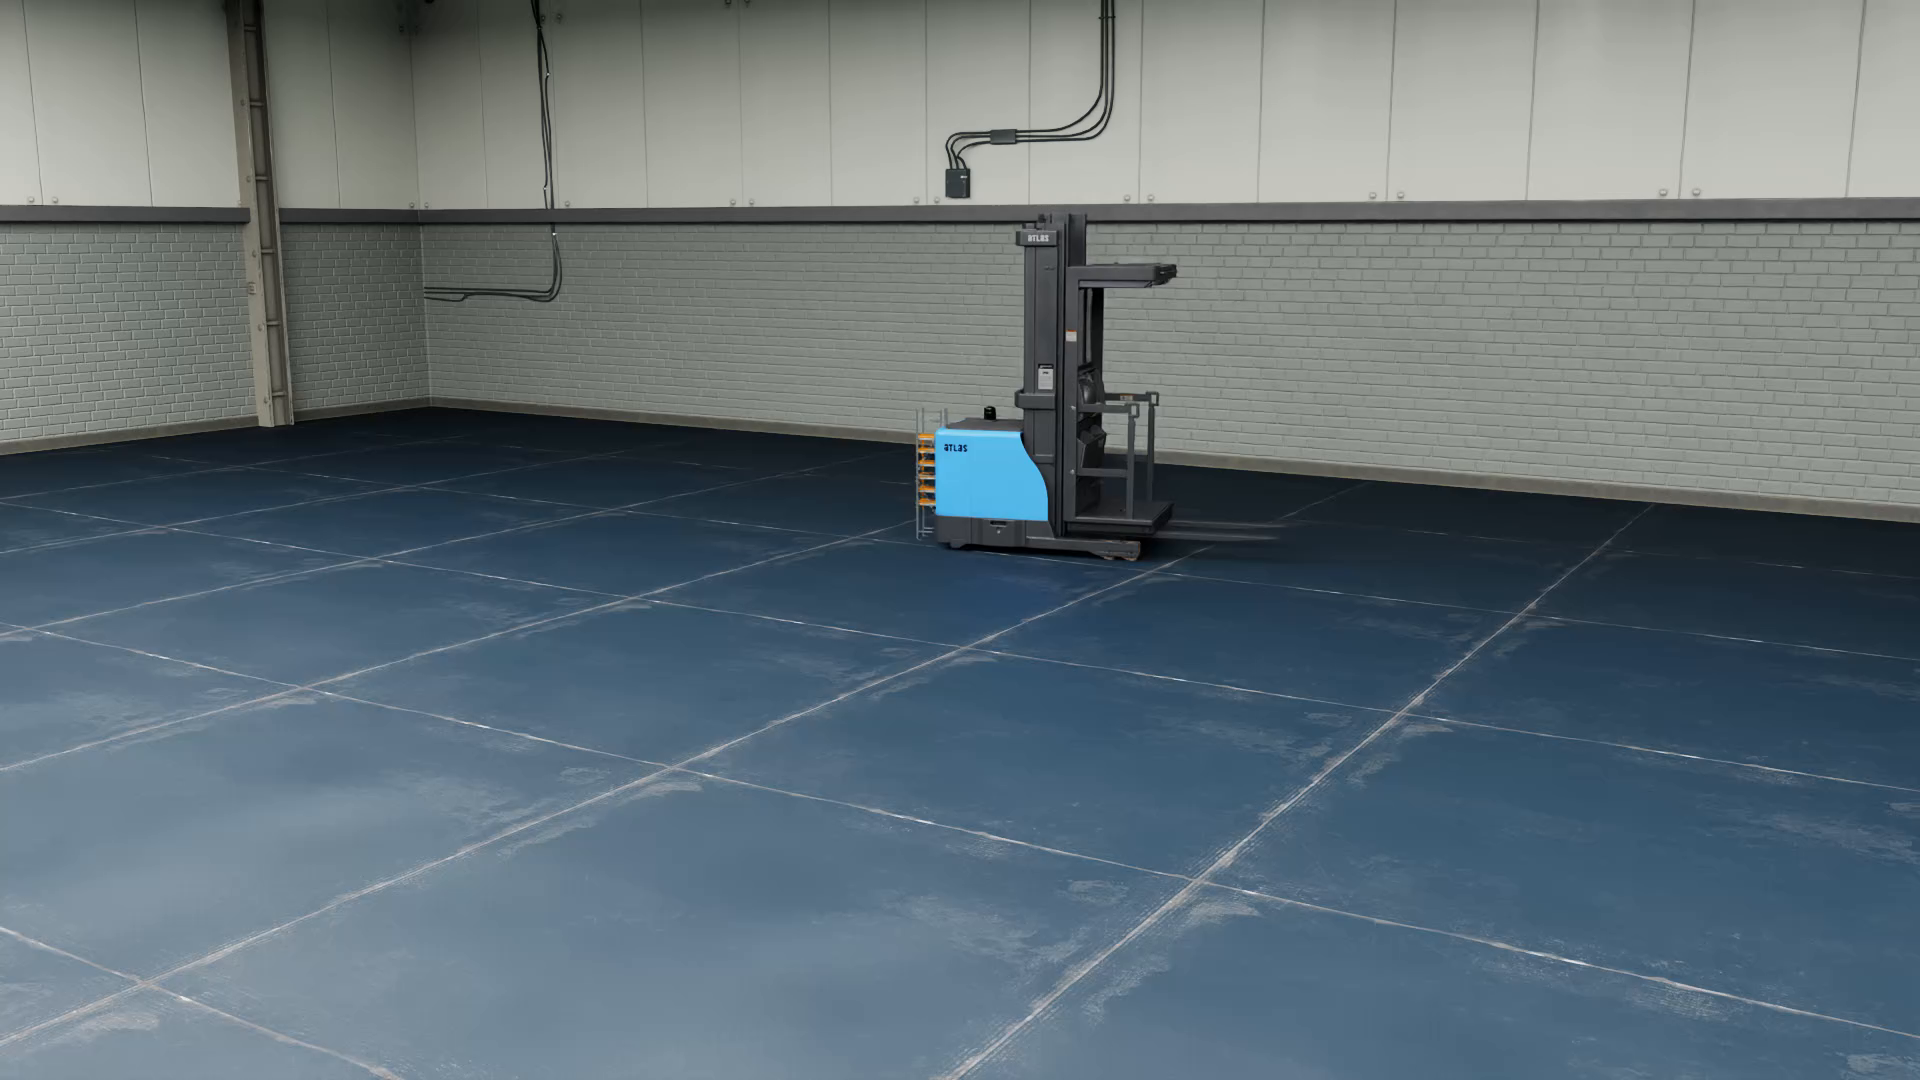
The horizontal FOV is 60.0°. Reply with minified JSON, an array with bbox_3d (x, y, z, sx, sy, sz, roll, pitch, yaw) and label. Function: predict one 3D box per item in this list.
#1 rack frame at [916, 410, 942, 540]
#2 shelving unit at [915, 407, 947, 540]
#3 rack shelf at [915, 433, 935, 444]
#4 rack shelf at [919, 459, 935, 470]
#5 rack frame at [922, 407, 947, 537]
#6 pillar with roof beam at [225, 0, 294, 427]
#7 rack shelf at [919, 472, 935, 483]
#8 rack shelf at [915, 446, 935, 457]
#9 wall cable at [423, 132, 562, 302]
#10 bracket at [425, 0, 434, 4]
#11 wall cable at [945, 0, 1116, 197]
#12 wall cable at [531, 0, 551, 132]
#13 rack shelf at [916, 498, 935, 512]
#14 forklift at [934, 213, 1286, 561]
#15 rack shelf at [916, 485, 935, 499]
[{"bbox_3d":[-0.280,-0.584,15.106,0.240,1.200,0.006,3,11,15],"label":"rack frame"},{"bbox_3d":[-0.257,-0.600,15.193,0.258,1.200,0.189,3,11,15],"label":"shelving unit"},{"bbox_3d":[-0.257,-0.910,15.135,0.258,0.103,0.180,3,11,15],"label":"rack shelf"},{"bbox_3d":[-0.257,-0.674,15.179,0.258,0.103,0.180,3,11,15],"label":"rack shelf"},{"bbox_3d":[-0.233,-0.616,15.280,0.240,1.200,0.006,3,11,15],"label":"rack frame"},{"bbox_3d":[-6.268,-5.685,21.164,9.100,9.000,0.400,6,12,31],"label":"pillar with roof beam"},{"bbox_3d":[-0.257,-0.556,15.201,0.258,0.103,0.180,3,11,15],"label":"rack shelf"},{"bbox_3d":[-0.257,-0.792,15.157,0.258,0.103,0.180,3,11,15],"label":"rack shelf"},{"bbox_3d":[-7.287,-4.907,25.447,3.097,2.526,0.112,6,12,31],"label":"wall cable"},{"bbox_3d":[-8.198,-8.270,25.189,0.235,0.232,0.430,6,12,31],"label":"bracket"},{"bbox_3d":[0.818,-7.196,19.991,2.305,6.003,0.169,6,12,31],"label":"wall cable"},{"bbox_3d":[-4.975,-7.131,23.602,3.097,2.526,0.112,6,12,31],"label":"wall cable"},{"bbox_3d":[-0.257,-0.320,15.246,0.258,0.103,0.180,3,11,15],"label":"rack shelf"},{"bbox_3d":[1.341,-1.368,14.593,3.031,2.935,1.130,3,11,16],"label":"forklift"},{"bbox_3d":[-0.257,-0.438,15.223,0.258,0.103,0.180,3,11,15],"label":"rack shelf"}]
